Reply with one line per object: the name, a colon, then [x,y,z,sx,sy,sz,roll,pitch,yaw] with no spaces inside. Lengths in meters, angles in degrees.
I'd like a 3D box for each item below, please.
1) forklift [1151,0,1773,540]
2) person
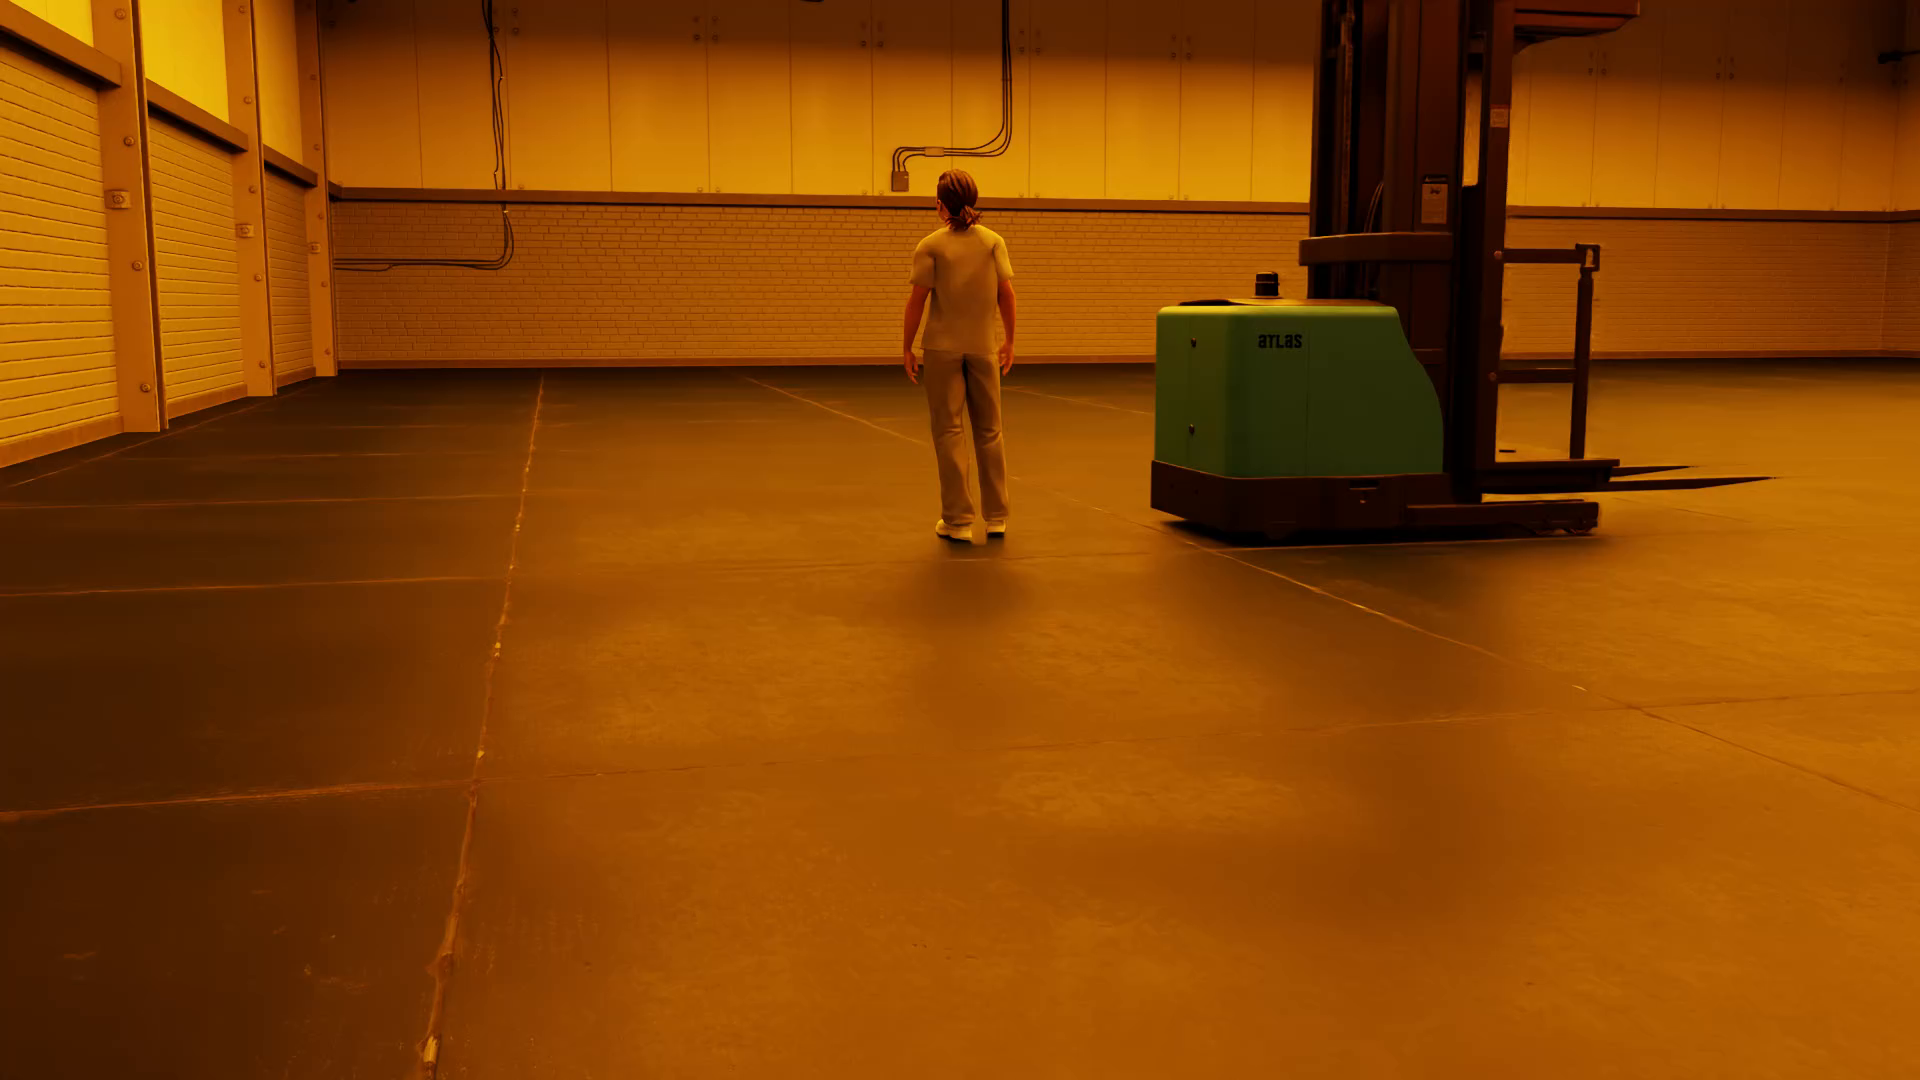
forklift: [2.533,-1.536,8.109,3.031,2.935,1.130,-2,8,-15]
person: [-0.004,-0.847,7.664,0.549,1.675,0.549,-2,8,-13]
